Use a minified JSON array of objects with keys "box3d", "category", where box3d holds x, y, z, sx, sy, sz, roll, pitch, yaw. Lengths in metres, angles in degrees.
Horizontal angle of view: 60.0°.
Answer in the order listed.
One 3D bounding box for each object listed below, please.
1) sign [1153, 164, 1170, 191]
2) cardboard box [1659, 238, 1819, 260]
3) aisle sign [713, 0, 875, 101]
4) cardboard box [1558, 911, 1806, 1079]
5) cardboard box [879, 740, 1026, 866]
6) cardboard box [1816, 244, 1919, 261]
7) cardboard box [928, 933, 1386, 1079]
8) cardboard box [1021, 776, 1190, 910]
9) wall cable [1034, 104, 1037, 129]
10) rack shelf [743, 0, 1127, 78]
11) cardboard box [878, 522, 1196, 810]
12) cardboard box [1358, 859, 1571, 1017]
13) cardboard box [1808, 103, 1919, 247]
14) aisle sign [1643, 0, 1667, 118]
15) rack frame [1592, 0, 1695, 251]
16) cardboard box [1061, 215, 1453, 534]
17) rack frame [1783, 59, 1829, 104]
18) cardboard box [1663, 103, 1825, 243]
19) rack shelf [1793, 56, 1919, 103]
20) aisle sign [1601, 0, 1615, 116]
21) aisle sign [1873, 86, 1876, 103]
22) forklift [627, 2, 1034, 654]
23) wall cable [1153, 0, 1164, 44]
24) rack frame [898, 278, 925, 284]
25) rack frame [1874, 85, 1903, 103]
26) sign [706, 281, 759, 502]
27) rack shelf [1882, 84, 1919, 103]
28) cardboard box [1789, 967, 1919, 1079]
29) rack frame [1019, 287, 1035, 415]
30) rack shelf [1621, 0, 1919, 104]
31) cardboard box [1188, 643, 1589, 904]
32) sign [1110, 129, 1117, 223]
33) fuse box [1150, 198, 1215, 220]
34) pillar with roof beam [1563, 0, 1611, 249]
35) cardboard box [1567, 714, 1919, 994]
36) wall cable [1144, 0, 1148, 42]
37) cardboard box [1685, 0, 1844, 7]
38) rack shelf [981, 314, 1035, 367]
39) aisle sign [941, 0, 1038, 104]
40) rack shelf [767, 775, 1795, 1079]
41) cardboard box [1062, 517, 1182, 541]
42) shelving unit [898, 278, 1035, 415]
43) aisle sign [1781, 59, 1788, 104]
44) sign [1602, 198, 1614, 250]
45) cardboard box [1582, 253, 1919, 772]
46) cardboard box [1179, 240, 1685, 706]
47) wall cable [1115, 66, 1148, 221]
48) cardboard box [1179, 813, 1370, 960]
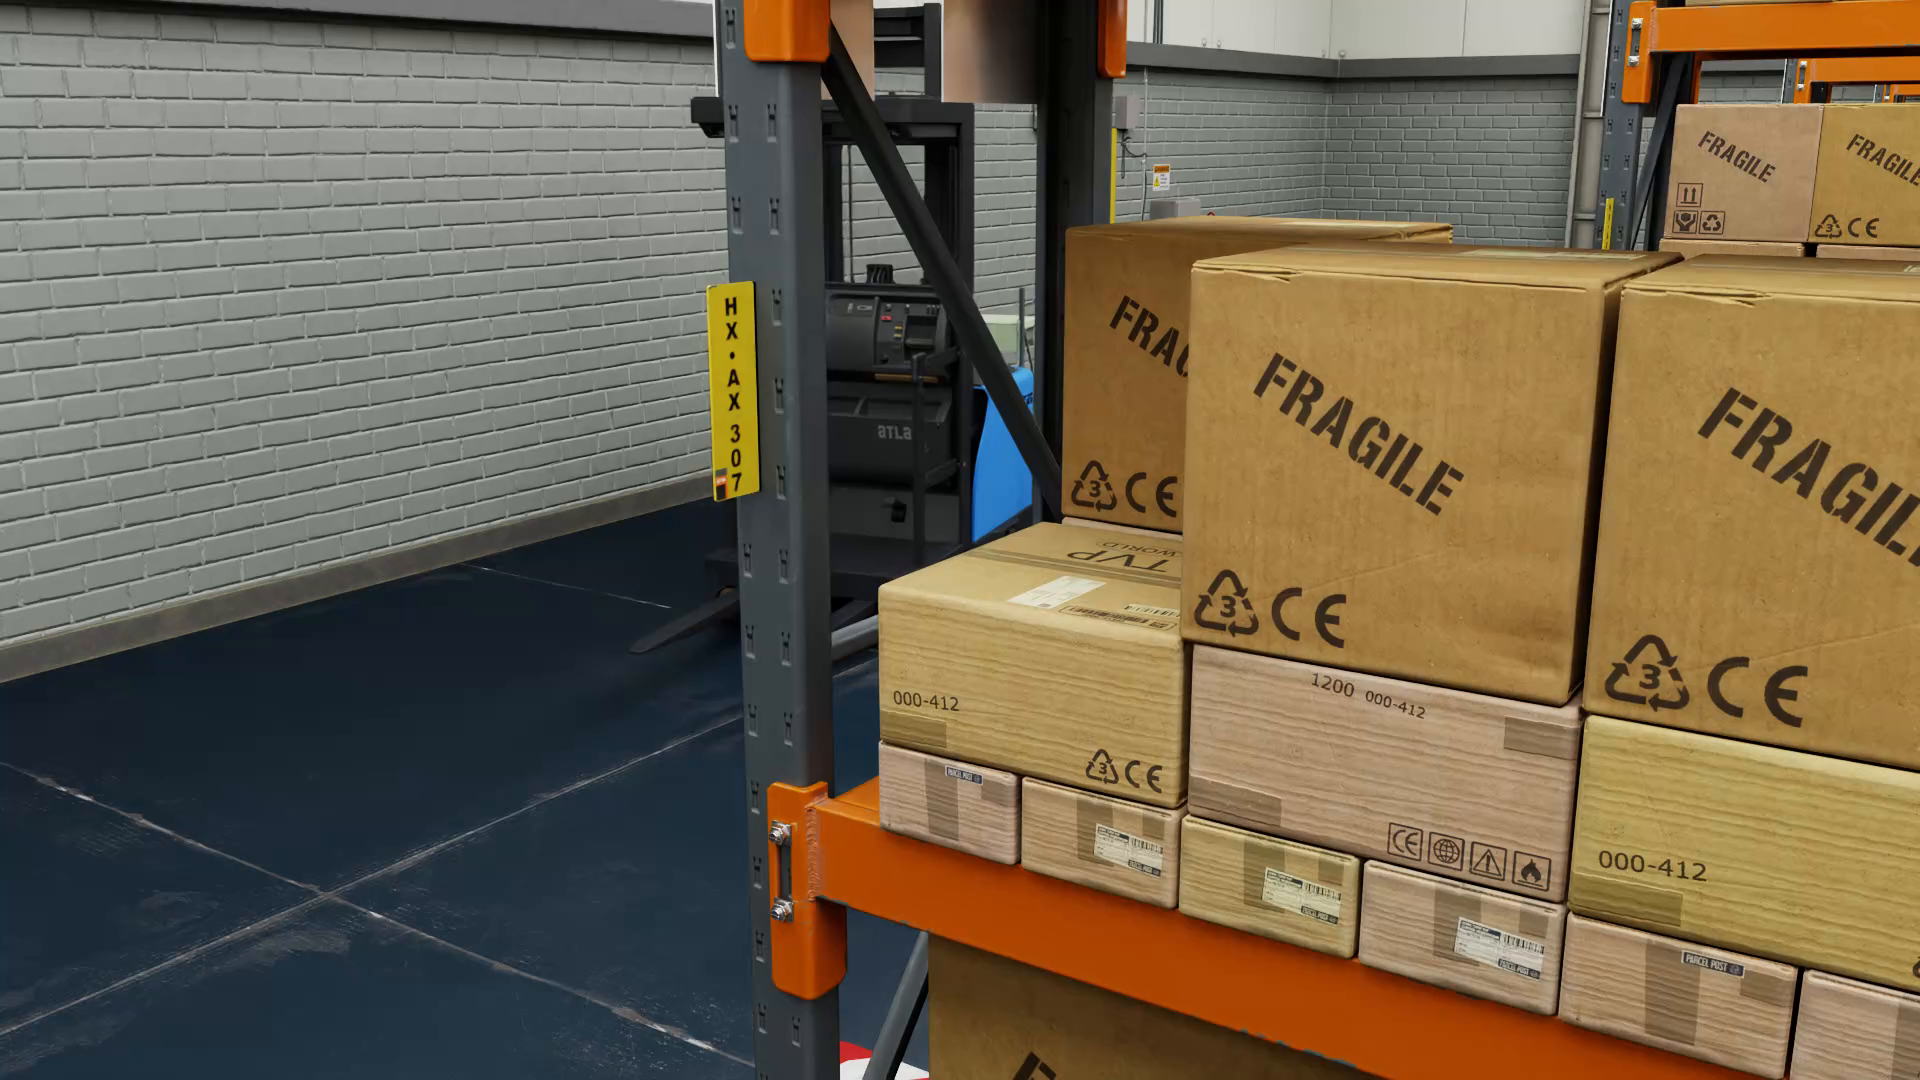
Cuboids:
[{"box3d":[1.901,-3.421,15.682,0.001,0.242,0.339,9,17,33],"category":"sign"},{"box3d":[3.041,-0.930,6.509,0.500,0.500,0.500,10,17,35],"category":"cardboard box"},{"box3d":[-0.256,-1.088,2.568,0.004,0.787,0.394,9,17,33],"category":"aisle sign"},{"box3d":[0.935,0.496,2.099,0.250,0.149,0.380,9,16,32],"category":"cardboard box"},{"box3d":[0.081,0.359,2.655,0.250,0.149,0.380,9,17,33],"category":"cardboard box"},{"box3d":[3.500,-0.863,6.240,0.500,0.500,0.500,9,17,33],"category":"cardboard box"},{"box3d":[0.547,1.021,3.005,0.875,0.875,0.875,9,17,33],"category":"cardboard box"},{"box3d":[0.295,0.393,2.517,0.250,0.149,0.380,9,16,32],"category":"cardboard box"},{"box3d":[0.810,-3.113,13.975,0.123,1.953,0.585,9,17,33],"category":"wall cable"},{"box3d":[1.631,-0.715,1.725,4.000,0.370,1.077,9,17,33],"category":"rack shelf"},{"box3d":[0.219,0.170,2.587,0.500,0.250,0.500,9,16,31],"category":"cardboard box"},{"box3d":[0.725,0.462,2.238,0.250,0.149,0.380,9,16,32],"category":"cardboard box"},{"box3d":[3.470,-1.351,6.130,0.500,0.500,0.500,10,17,34],"category":"cardboard box"},{"box3d":[2.930,-2.184,6.992,0.004,0.787,0.394,9,17,33],"category":"aisle sign"},{"box3d":[2.823,-0.852,7.023,0.127,3.000,1.000,9,17,33],"category":"rack frame"},{"box3d":[0.522,-0.299,2.922,0.500,0.500,0.500,9,17,33],"category":"cardboard box"},{"box3d":[5.502,-1.853,11.065,0.127,3.000,1.000,9,17,33],"category":"rack frame"},{"box3d":[3.047,-1.417,6.398,0.500,0.500,0.500,9,17,32],"category":"cardboard box"},{"box3d":[7.161,-2.691,9.707,4.000,0.370,1.077,9,17,33],"category":"rack shelf"},{"box3d":[2.595,-2.064,6.508,0.004,0.787,0.394,9,17,33],"category":"aisle sign"},{"box3d":[8.048,-4.055,14.553,0.004,0.787,0.394,9,17,33],"category":"aisle sign"},{"box3d":[-0.563,-1.051,7.969,1.130,2.935,3.031,5,15,20],"category":"forklift"},{"box3d":[2.633,-6.190,16.022,0.133,3.039,2.988,9,17,33],"category":"wall cable"},{"box3d":[-0.281,-0.780,9.851,0.023,1.500,0.400,5,15,19],"category":"rack frame"},{"box3d":[8.269,-2.843,15.065,0.127,3.000,1.000,9,17,33],"category":"rack frame"},{"box3d":[-0.344,-0.225,2.525,0.005,0.325,0.100,9,17,33],"category":"sign"},{"box3d":[9.928,-3.681,13.707,4.000,0.370,1.077,9,17,33],"category":"rack shelf"},{"box3d":[1.150,0.531,1.960,0.250,0.149,0.380,9,16,32],"category":"cardboard box"},{"box3d":[0.408,-0.720,9.611,0.023,1.500,0.400,5,15,19],"category":"rack frame"},{"box3d":[4.483,-1.691,5.665,4.000,0.370,1.077,9,17,33],"category":"rack shelf"},{"box3d":[0.654,0.238,2.311,0.500,0.250,0.500,9,16,32],"category":"cardboard box"},{"box3d":[0.285,-0.660,3.344,0.005,0.325,0.100,9,17,33],"category":"sign"},{"box3d":[2.103,-2.378,15.868,0.414,1.711,0.539,9,17,33],"category":"fuse box"},{"box3d":[4.132,-5.438,13.063,0.400,9.000,9.100,9,17,33],"category":"pillar with roof beam"},{"box3d":[1.069,0.306,2.036,0.500,0.250,0.500,9,16,31],"category":"cardboard box"},{"box3d":[1.047,-5.621,13.803,0.029,3.000,2.355,9,17,33],"category":"wall cable"},{"box3d":[3.053,-2.124,6.231,0.500,0.250,0.500,10,17,35],"category":"cardboard box"},{"box3d":[0.063,-1.129,9.637,0.720,0.370,0.431,5,15,19],"category":"rack shelf"},{"box3d":[0.079,-1.208,3.051,0.004,0.787,0.394,9,17,33],"category":"aisle sign"},{"box3d":[1.631,0.741,2.085,4.000,0.370,1.077,9,17,33],"category":"rack shelf"},{"box3d":[0.521,0.064,3.016,0.500,0.250,0.500,9,16,32],"category":"cardboard box"},{"box3d":[0.063,-0.750,9.731,0.755,1.500,0.431,5,15,19],"category":"shelving unit"},{"box3d":[5.280,-3.066,10.558,0.004,0.787,0.394,9,17,33],"category":"aisle sign"},{"box3d":[2.520,-1.164,6.482,0.005,0.325,0.100,9,17,33],"category":"sign"},{"box3d":[1.067,-0.059,1.951,0.500,0.500,0.500,9,16,31],"category":"cardboard box"},{"box3d":[0.633,-0.127,2.226,0.500,0.500,0.500,9,16,31],"category":"cardboard box"},{"box3d":[1.592,-3.382,15.127,0.122,1.984,0.588,9,17,33],"category":"wall cable"},{"box3d":[0.508,0.427,2.378,0.250,0.149,0.380,9,16,31],"category":"cardboard box"}]
